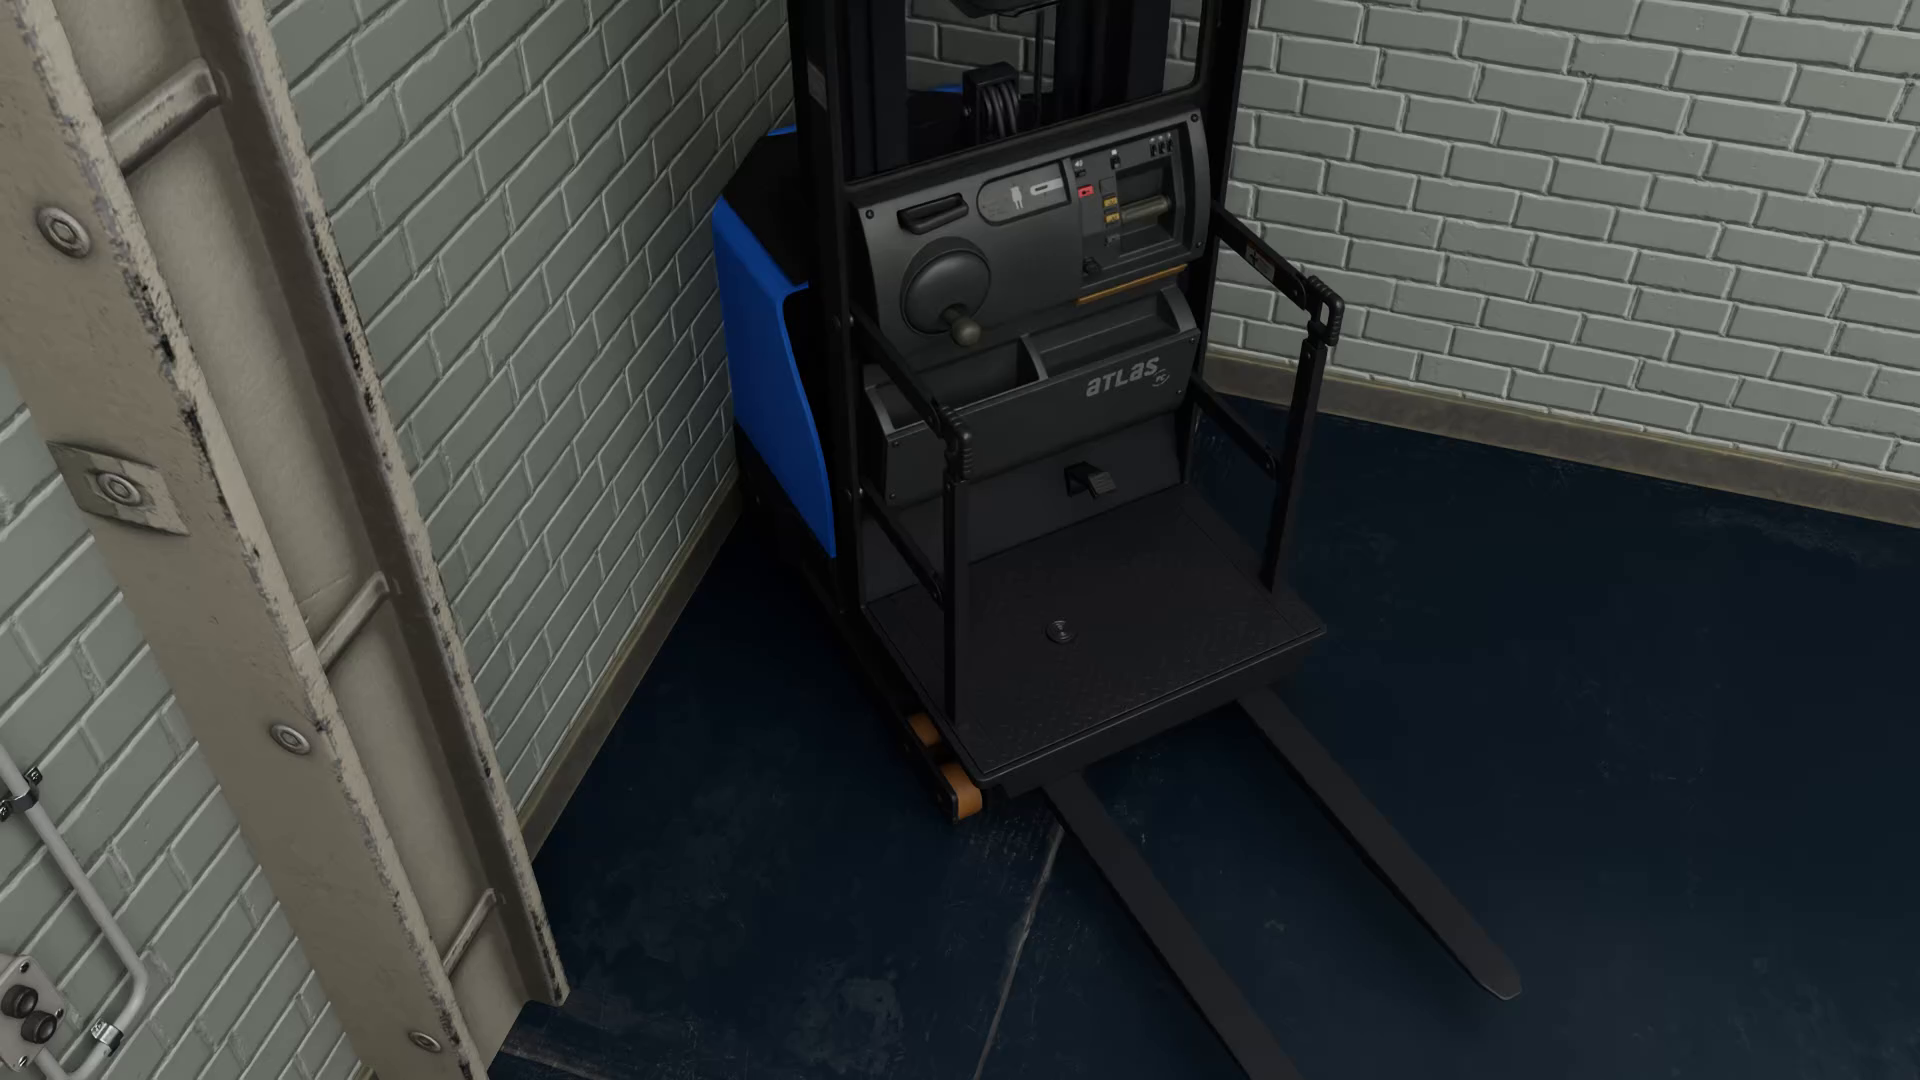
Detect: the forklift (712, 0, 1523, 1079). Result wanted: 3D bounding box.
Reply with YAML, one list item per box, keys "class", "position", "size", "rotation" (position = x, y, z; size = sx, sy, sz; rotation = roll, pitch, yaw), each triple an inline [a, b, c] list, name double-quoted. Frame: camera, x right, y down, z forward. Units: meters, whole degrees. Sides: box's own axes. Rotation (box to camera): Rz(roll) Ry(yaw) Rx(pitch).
- class: "forklift"
  position: [0.298, -0.662, 3.831]
  size: [1.130, 2.935, 3.031]
  rotation: [-21, 48, -20]

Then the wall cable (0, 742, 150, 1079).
- class: "wall cable"
  position: [-1.675, 0.702, 1.662]
  size: [0.084, 1.984, 1.851]
  rotation: [13, 46, 13]
